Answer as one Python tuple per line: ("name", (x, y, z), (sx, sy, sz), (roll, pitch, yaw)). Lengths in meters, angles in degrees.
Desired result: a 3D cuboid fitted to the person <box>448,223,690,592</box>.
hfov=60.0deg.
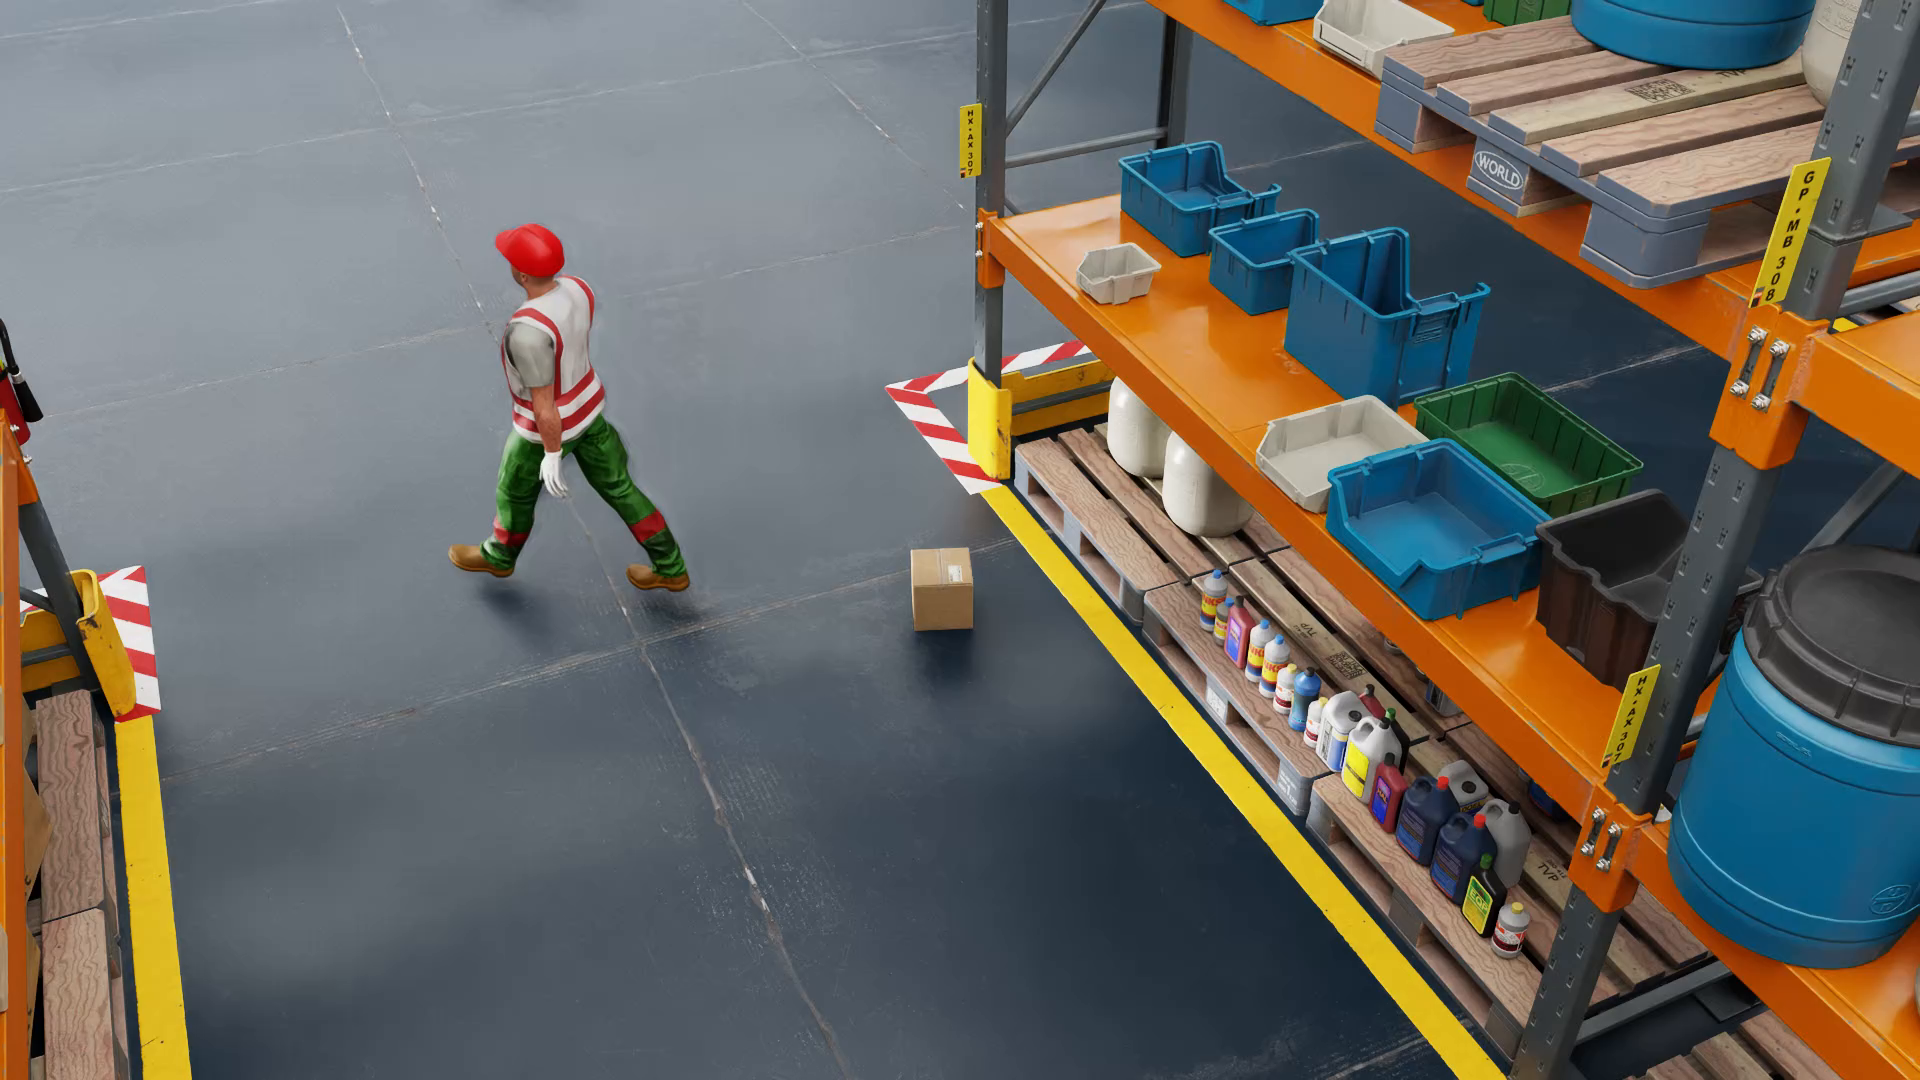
("person", (-1.707, -0.526, 6.826), (1.085, 1.731, 0.586), (16, 40, 20))
